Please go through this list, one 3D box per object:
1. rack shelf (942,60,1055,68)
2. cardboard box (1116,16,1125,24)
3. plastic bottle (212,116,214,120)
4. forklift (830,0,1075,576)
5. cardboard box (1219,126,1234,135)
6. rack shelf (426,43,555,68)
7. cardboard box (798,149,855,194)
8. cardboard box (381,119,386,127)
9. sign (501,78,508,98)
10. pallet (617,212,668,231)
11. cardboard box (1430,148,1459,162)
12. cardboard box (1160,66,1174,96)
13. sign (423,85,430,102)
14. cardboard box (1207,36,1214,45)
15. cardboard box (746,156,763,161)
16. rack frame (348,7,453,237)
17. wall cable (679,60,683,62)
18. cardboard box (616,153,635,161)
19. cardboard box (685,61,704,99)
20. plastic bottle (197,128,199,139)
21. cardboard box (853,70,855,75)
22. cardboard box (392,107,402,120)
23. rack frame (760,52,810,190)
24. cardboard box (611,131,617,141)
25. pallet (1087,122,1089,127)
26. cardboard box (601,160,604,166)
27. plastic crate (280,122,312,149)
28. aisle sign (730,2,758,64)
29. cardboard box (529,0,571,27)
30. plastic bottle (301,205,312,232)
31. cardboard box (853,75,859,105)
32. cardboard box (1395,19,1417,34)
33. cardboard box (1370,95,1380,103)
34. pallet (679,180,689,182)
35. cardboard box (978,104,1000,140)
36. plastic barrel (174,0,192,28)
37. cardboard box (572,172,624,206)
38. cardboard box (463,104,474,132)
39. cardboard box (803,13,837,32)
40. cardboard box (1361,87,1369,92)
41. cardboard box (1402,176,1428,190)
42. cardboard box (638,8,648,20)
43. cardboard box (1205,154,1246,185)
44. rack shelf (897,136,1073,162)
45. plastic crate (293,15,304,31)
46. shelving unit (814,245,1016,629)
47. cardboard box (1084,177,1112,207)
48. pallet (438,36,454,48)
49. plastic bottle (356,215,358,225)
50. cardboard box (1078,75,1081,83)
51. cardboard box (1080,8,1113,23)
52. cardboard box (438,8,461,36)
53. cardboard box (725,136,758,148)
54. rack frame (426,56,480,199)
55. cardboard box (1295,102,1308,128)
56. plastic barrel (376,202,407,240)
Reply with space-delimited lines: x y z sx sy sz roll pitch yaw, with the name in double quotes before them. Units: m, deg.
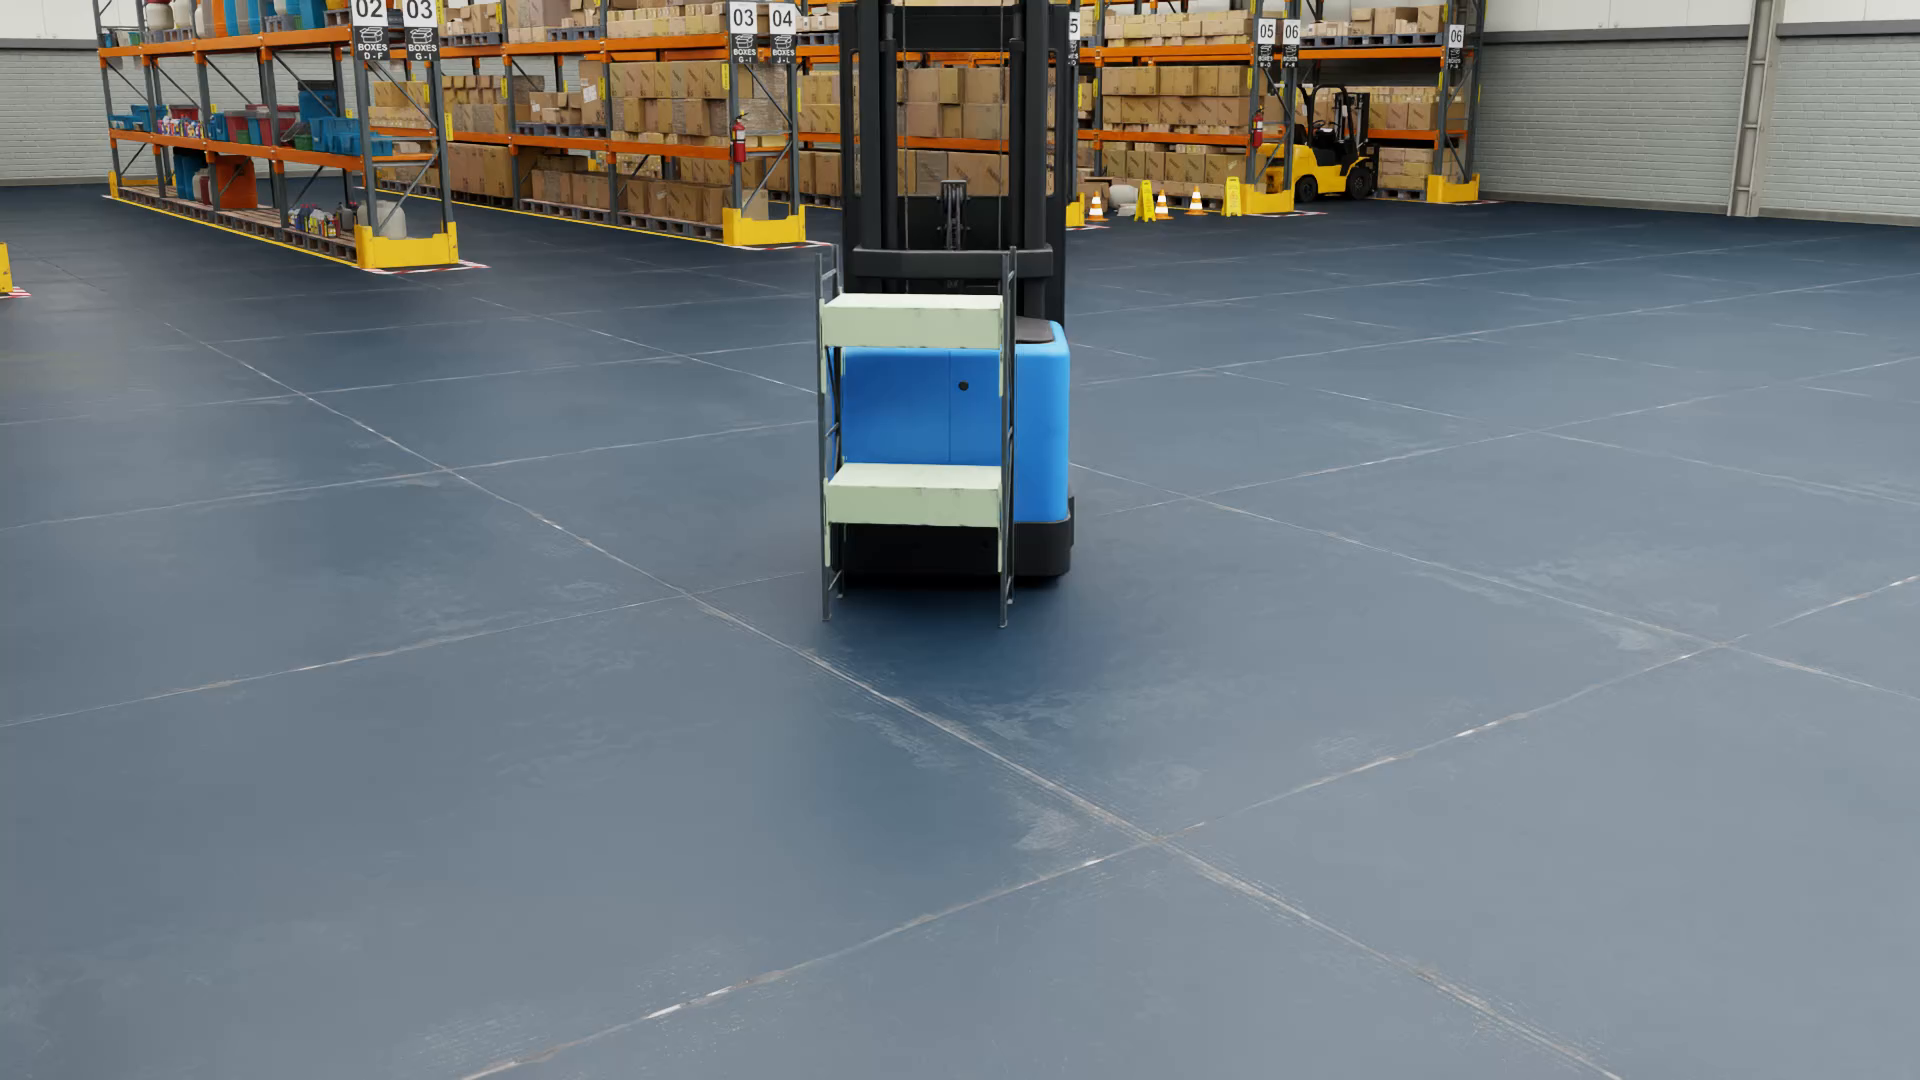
"rack shelf" 1.113 -11.988 41.874 1.077 0.370 4.000 -11 19 -35
"cardboard box" 3.078 -9.523 30.470 0.380 0.149 0.250 -10 18 -33
"plastic bottle" -12.832 -7.174 28.699 0.144 0.351 0.185 -11 19 -35
"forklift" -0.025 -1.590 8.332 1.130 2.935 3.031 0 15 1
"cardboard box" 4.700 -7.090 28.773 0.380 0.149 0.250 -11 19 -35
"rack shelf" -8.564 -8.824 30.316 1.077 0.370 4.000 -11 19 -35
"cardboard box" -2.514 -6.833 30.826 1.050 0.750 0.750 -11 19 -34
"cardboard box" -11.693 -8.593 34.265 0.380 0.149 0.250 -11 19 -35
"sign" -7.835 -7.769 28.586 0.100 0.325 0.005 -11 19 -35
"pallet" -4.612 -4.960 25.800 1.003 0.211 1.213 -11 19 -35
"cardboard box" 9.215 -7.389 31.911 0.500 0.250 0.500 -11 19 -35
"cardboard box" 3.999 -8.207 29.732 0.700 0.500 0.500 -11 19 -35
"sign" -10.188 -8.521 31.736 0.100 0.325 0.005 -11 19 -35
"cardboard box" 4.499 -8.660 28.829 0.380 0.149 0.250 -11 19 -34
"cardboard box" -3.931 -7.510 32.351 0.500 0.250 0.500 -11 19 -36
"rack frame" -6.690 -4.820 20.006 1.000 3.000 0.127 -11 19 -35
"wall cable" -7.410 -12.249 45.166 0.585 1.953 0.123 -11 19 -35
"cardboard box" -7.470 -8.550 37.110 0.380 0.149 0.250 -12 19 -37
"cardboard box" -3.506 -6.448 23.306 0.500 0.500 0.500 -11 19 -35
"plastic bottle" -12.166 -6.530 26.628 0.097 0.201 0.097 0 15 0
"cardboard box" -2.229 -10.623 37.893 0.380 0.149 0.250 -10 18 -33
"cardboard box" -11.113 -8.604 33.551 0.500 0.250 0.500 -11 19 -36
"rack frame" -3.316 -8.046 31.790 1.000 3.000 0.127 -11 19 -35
"cardboard box" -5.153 -6.230 25.630 0.380 0.149 0.250 -11 19 -35
"pallet" 1.825 -8.327 33.181 1.003 0.211 1.213 -11 19 -35
"cardboard box" -7.920 -8.573 37.759 0.380 0.149 0.250 -10 18 -32
"plastic crate" -8.837 -5.513 22.654 0.767 0.338 0.504 -11 19 -35
"aisle sign" -2.890 -6.783 22.253 0.394 0.787 0.004 -11 19 -35
"cardboard box" -6.723 -8.678 27.282 0.500 0.500 0.500 -12 19 -36
"plastic bottle" -8.792 -4.332 22.406 0.144 0.351 0.185 -12 19 -37
"cardboard box" -1.565 -7.937 29.309 0.700 0.500 0.500 -11 19 -35
"cardboard box" 8.463 -9.715 31.478 0.396 0.266 0.258 -11 19 -34
"cardboard box" 8.140 -8.560 32.253 0.380 0.149 0.250 -11 19 -34
"pallet" -5.209 -7.389 34.673 1.003 0.211 1.213 -11 19 -35
"cardboard box" 0.792 -6.596 26.210 0.875 0.550 0.550 -11 19 -35
"plastic barrel" -12.558 -8.599 27.076 0.433 0.535 0.433 0 15 0
"cardboard box" -5.974 -5.808 27.518 0.700 0.500 0.500 -13 20 -39
"cardboard box" -8.773 -7.739 30.481 0.500 0.500 0.500 -10 18 -33
"cardboard box" -2.472 -9.295 29.856 0.500 0.311 0.500 -11 19 -36
"cardboard box" 8.057 -8.774 32.468 0.380 0.149 0.250 -11 19 -34
"cardboard box" 8.813 -6.826 31.748 0.500 0.250 0.500 -11 19 -34
"cardboard box" -4.475 -7.669 24.261 0.380 0.149 0.250 -11 19 -36
"cardboard box" 4.650 -6.496 29.121 0.500 0.500 0.500 -11 19 -34
"rack shelf" 0.211 -6.418 27.204 1.077 0.370 4.000 -11 19 -35
"plastic crate" -8.335 -6.640 21.373 0.336 0.188 0.450 -11 19 -35
"shelving unit" -0.169 -0.426 6.793 0.755 1.500 0.431 2 15 6
"cardboard box" 2.509 -6.337 30.278 0.500 0.500 0.500 1 15 4
"pallet" -9.161 -9.318 31.119 0.805 0.209 1.217 -12 19 -37
"plastic bottle" -8.121 -4.322 22.497 0.061 0.283 0.133 -11 19 -35
"cardboard box" 2.110 -8.897 32.124 0.380 0.149 0.250 -12 19 -36
"cardboard box" 2.536 -9.904 31.438 0.500 0.250 0.500 -10 18 -33
"cardboard box" -9.391 -9.727 31.266 0.700 0.500 0.500 -10 18 -33
"cardboard box" -3.019 -5.497 22.953 0.380 0.149 0.250 -11 19 -35
"rack frame" -9.740 -8.152 32.177 1.000 3.000 0.127 -11 19 -35
"cardboard box" 7.043 -8.666 33.866 0.500 0.500 0.500 -12 19 -36
"plastic barrel" -7.139 -3.952 20.749 0.421 0.512 0.421 0 15 0
